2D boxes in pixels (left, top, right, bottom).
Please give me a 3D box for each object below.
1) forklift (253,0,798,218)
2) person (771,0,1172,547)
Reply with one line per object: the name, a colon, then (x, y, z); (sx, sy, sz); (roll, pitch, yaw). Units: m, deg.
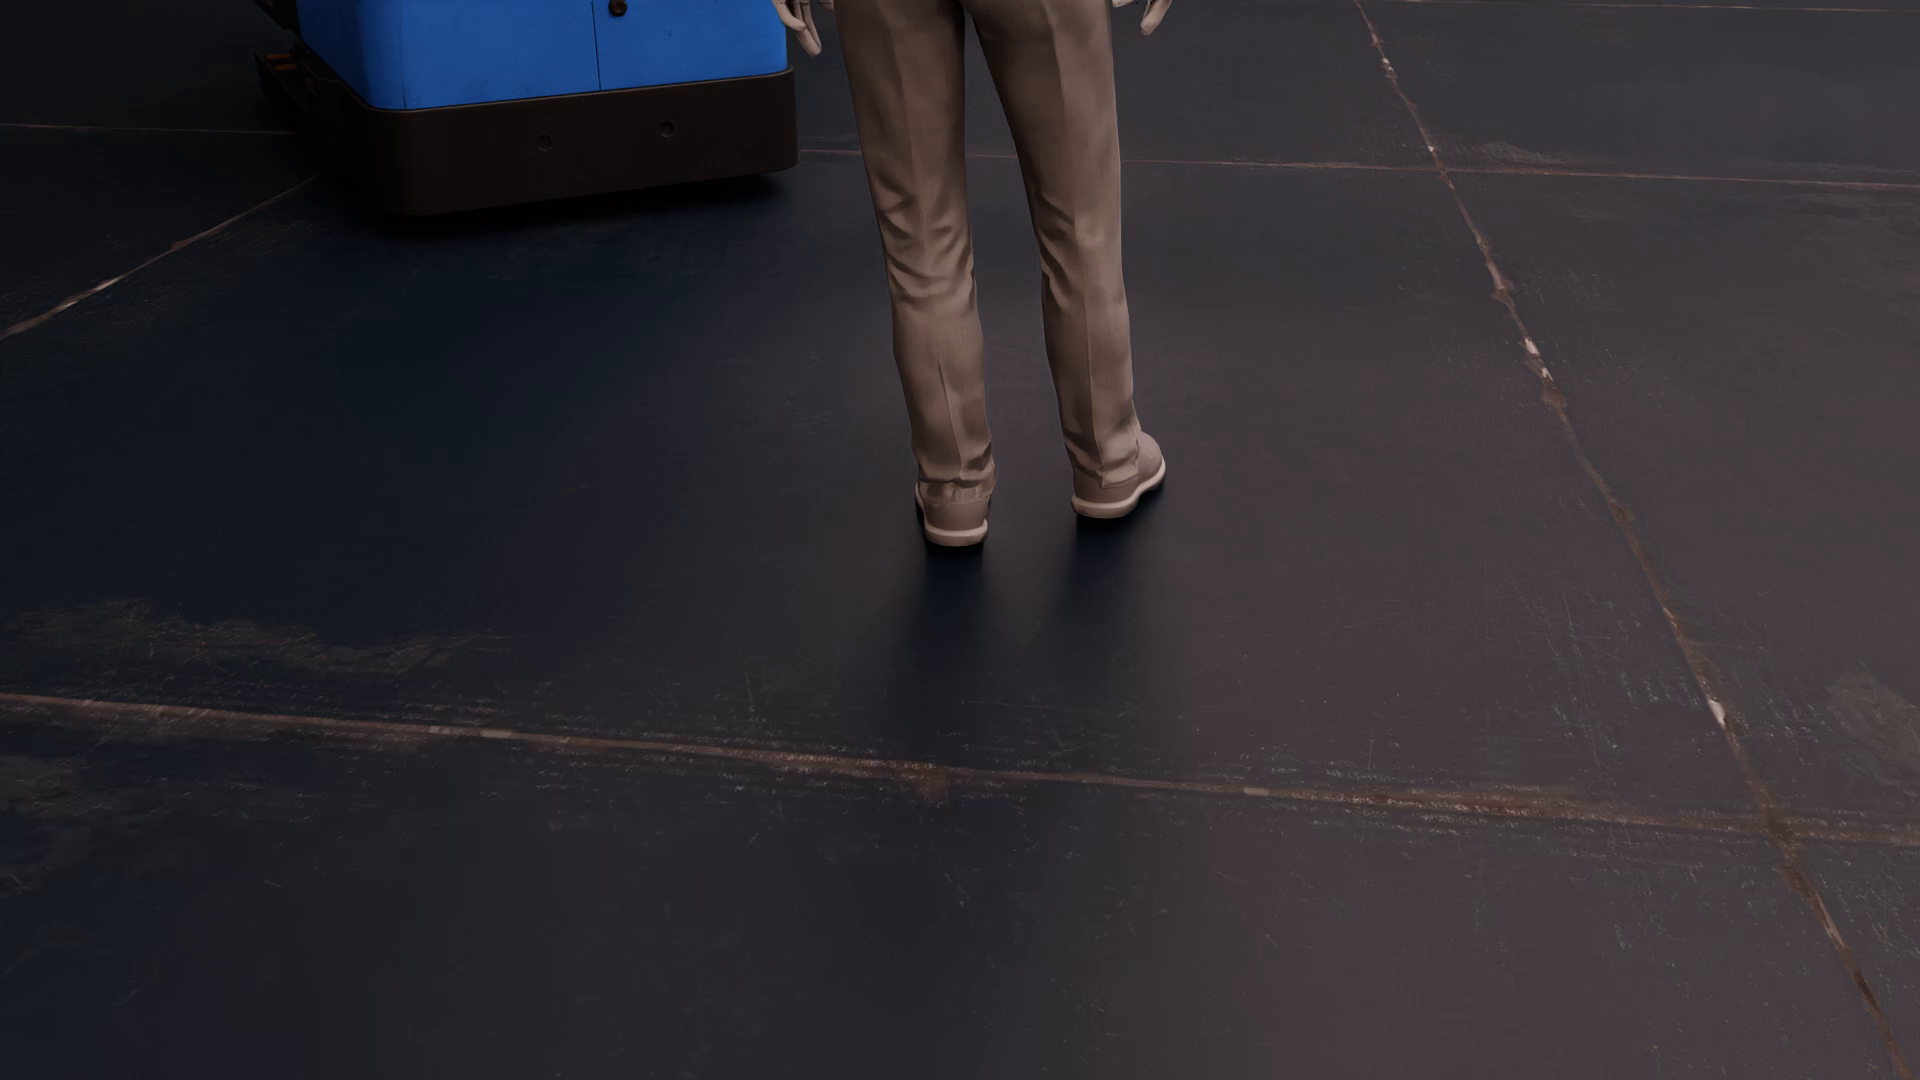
forklift: (-1.558, -2.683, 4.594); (1.130, 2.935, 3.031); (-13, 30, -25)
person: (0.016, -0.797, 2.186); (0.588, 1.694, 0.515); (3, 27, 7)
